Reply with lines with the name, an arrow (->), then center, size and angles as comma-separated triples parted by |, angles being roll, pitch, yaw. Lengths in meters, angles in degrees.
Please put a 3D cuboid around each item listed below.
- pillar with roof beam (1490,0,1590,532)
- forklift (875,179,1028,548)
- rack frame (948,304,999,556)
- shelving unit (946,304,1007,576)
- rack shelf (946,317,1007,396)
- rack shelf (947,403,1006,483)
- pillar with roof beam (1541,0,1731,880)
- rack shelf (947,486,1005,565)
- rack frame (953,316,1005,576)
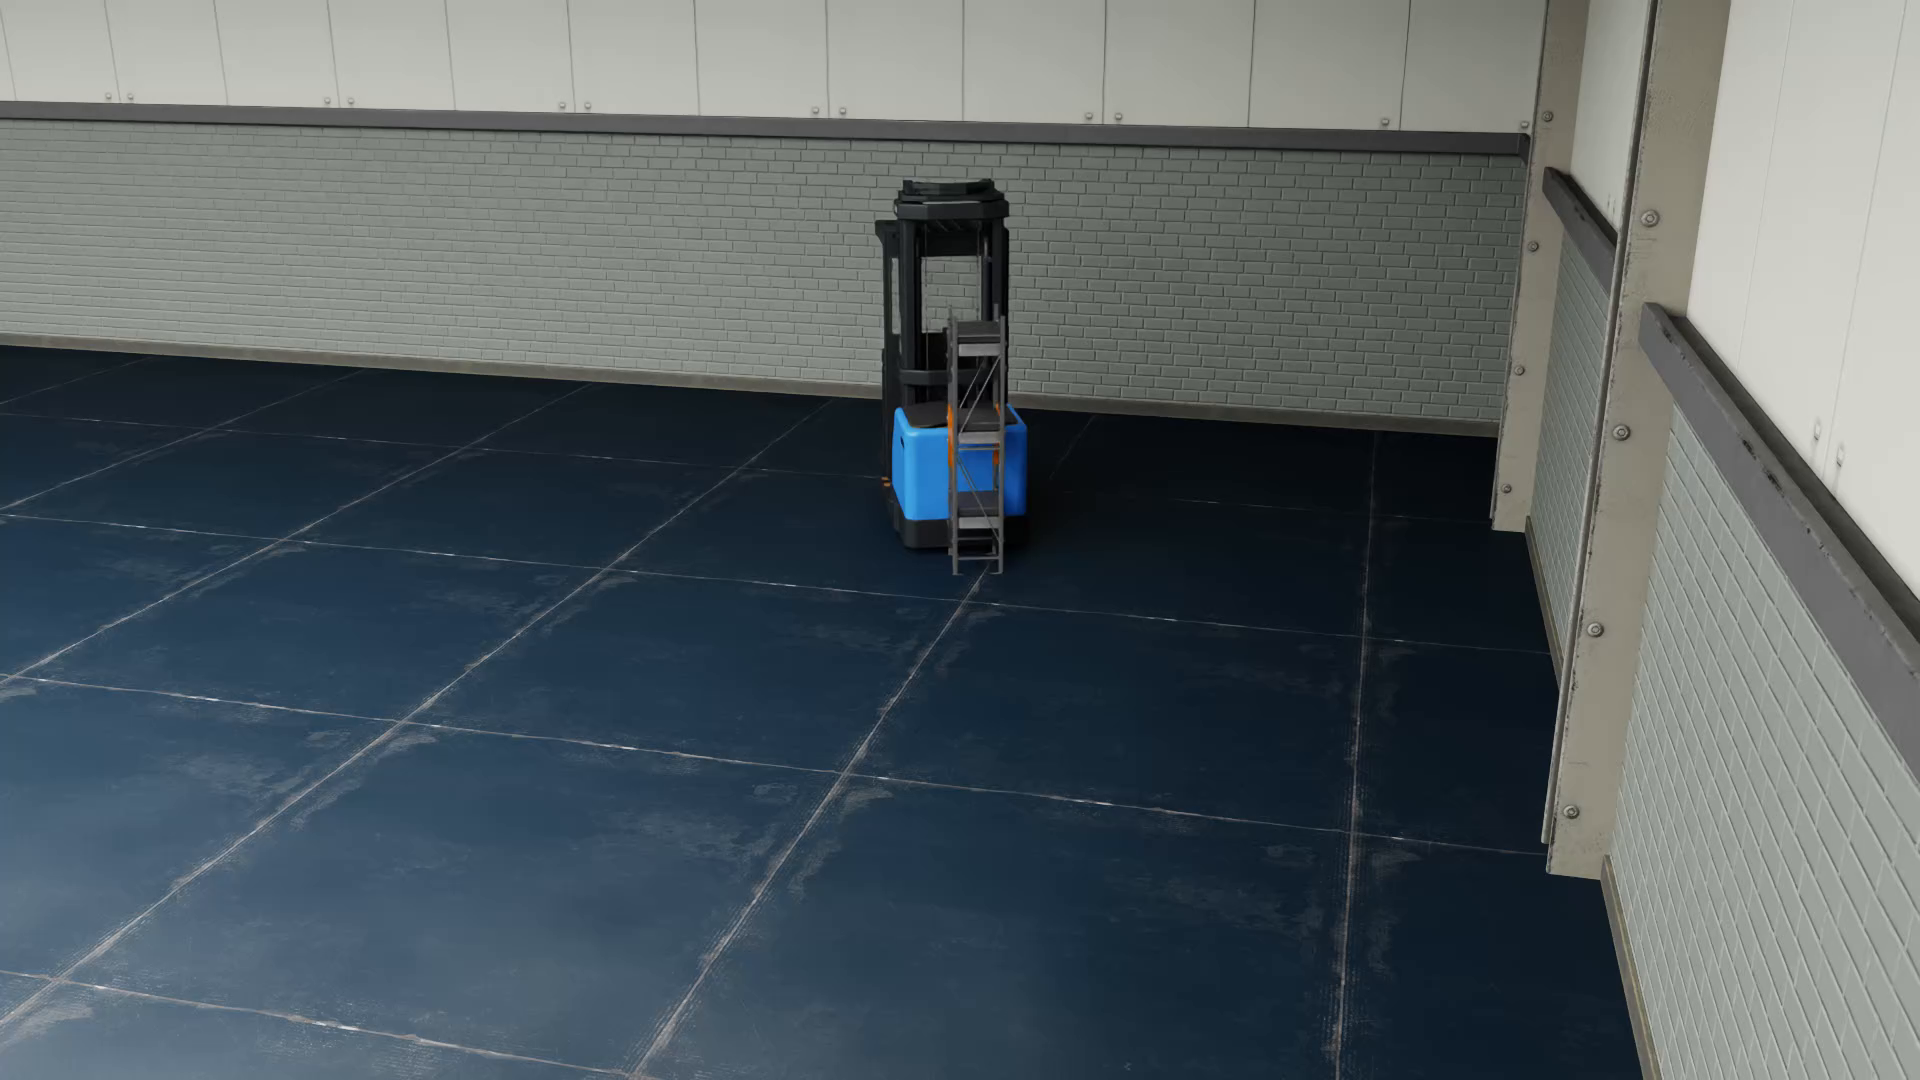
pillar with roof beam -> 0.645, -4.737, 14.133 | 9.100, 9.000, 0.400 | 5, 19, 13
forklift -> -0.158, -1.754, 14.789 | 1.130, 2.935, 3.031 | -3, 19, -8
rack frame -> 0.105, -0.869, 13.483 | 0.400, 2.100, 0.015 | -2, 19, -4
shelving unit -> 0.126, -0.790, 13.253 | 0.431, 2.100, 0.503 | -2, 19, -4
rack shelf -> 0.125, -1.440, 13.031 | 0.431, 0.518, 0.480 | -2, 19, -4
rack shelf -> 0.126, -0.777, 13.257 | 0.431, 0.518, 0.480 | -2, 19, -4
pillar with roof beam -> -0.821, -2.856, 8.627 | 9.100, 9.000, 0.400 | 5, 19, 13
rack shelf -> 0.126, -0.115, 13.484 | 0.431, 0.518, 0.480 | -2, 19, -4
rack frame -> 0.146, -0.712, 13.023 | 0.400, 2.100, 0.015 | -2, 19, -4
